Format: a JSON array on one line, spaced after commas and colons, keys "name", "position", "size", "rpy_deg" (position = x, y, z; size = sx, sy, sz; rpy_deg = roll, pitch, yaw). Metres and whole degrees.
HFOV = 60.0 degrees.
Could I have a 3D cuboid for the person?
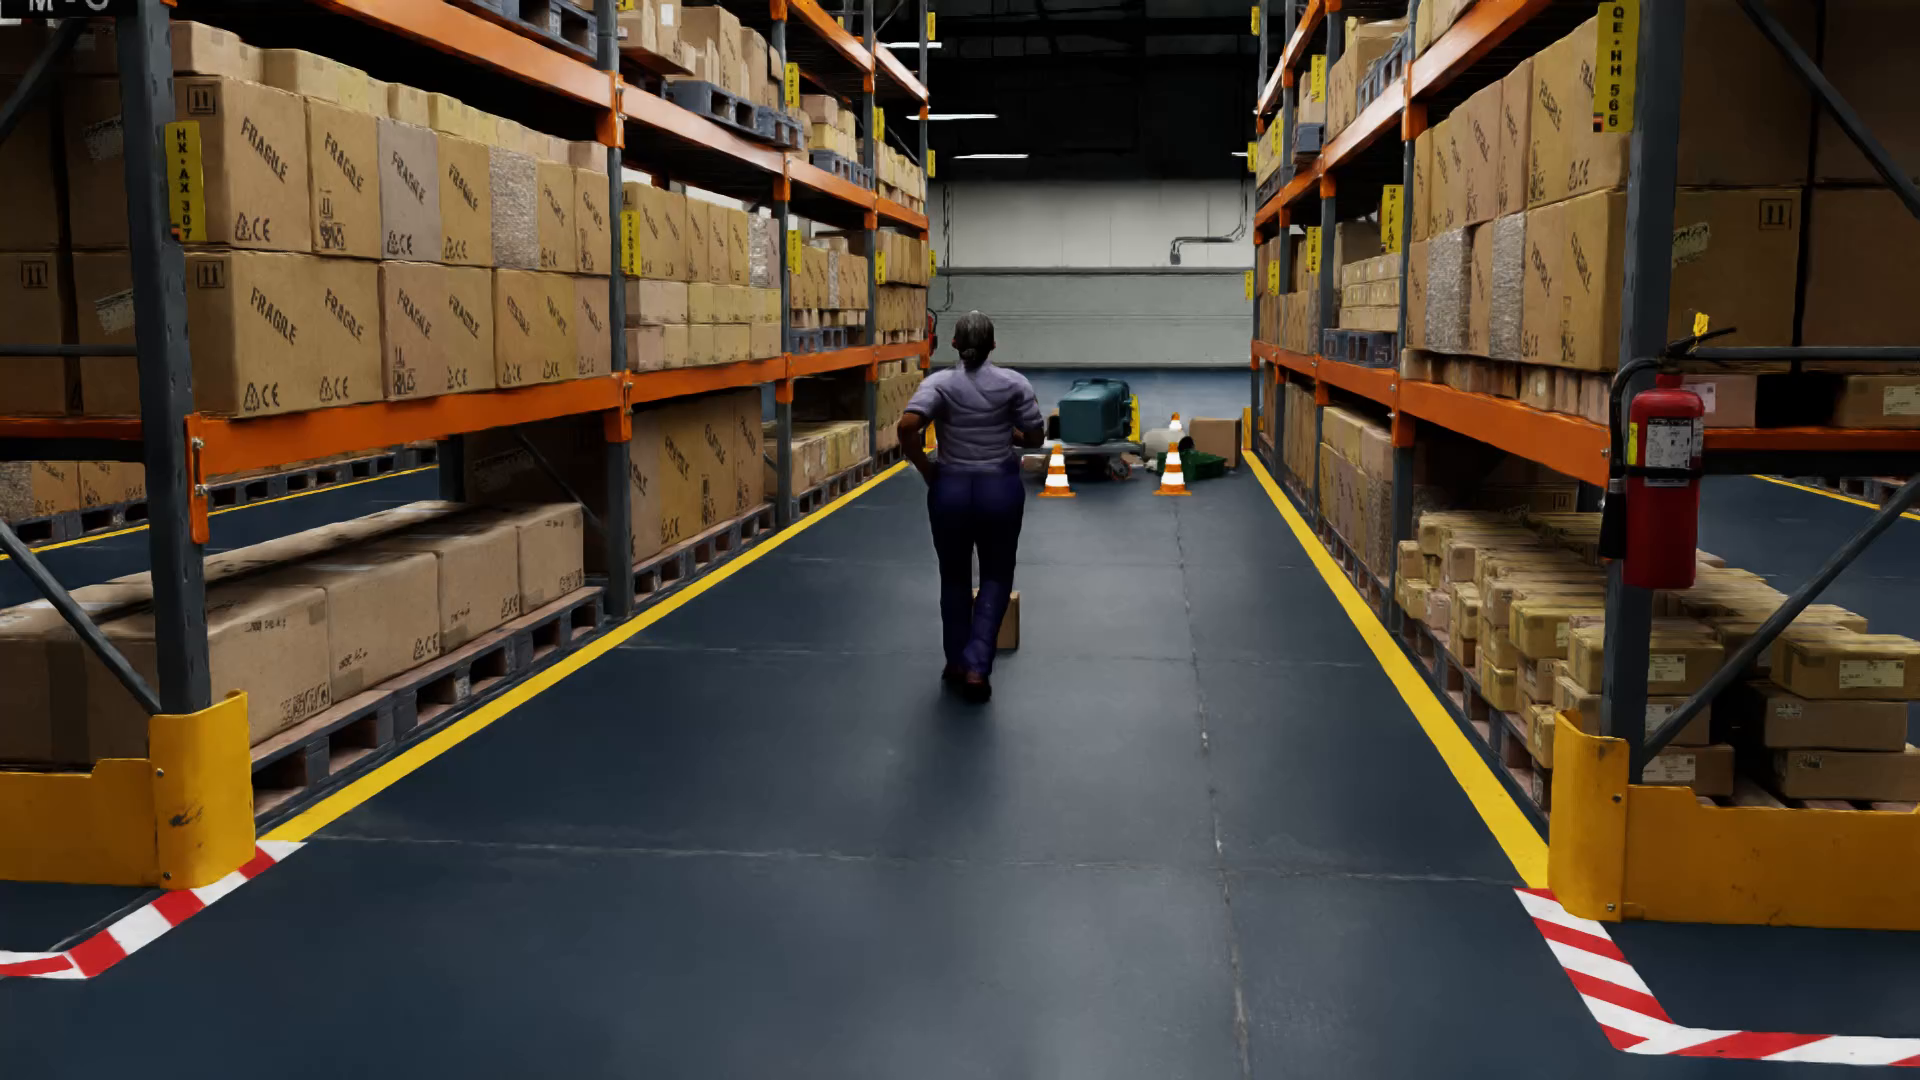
[{"name": "person", "position": [0.071, -0.139, 7.073], "size": [0.581, 1.639, 0.709], "rpy_deg": [1, 8, 8]}]
